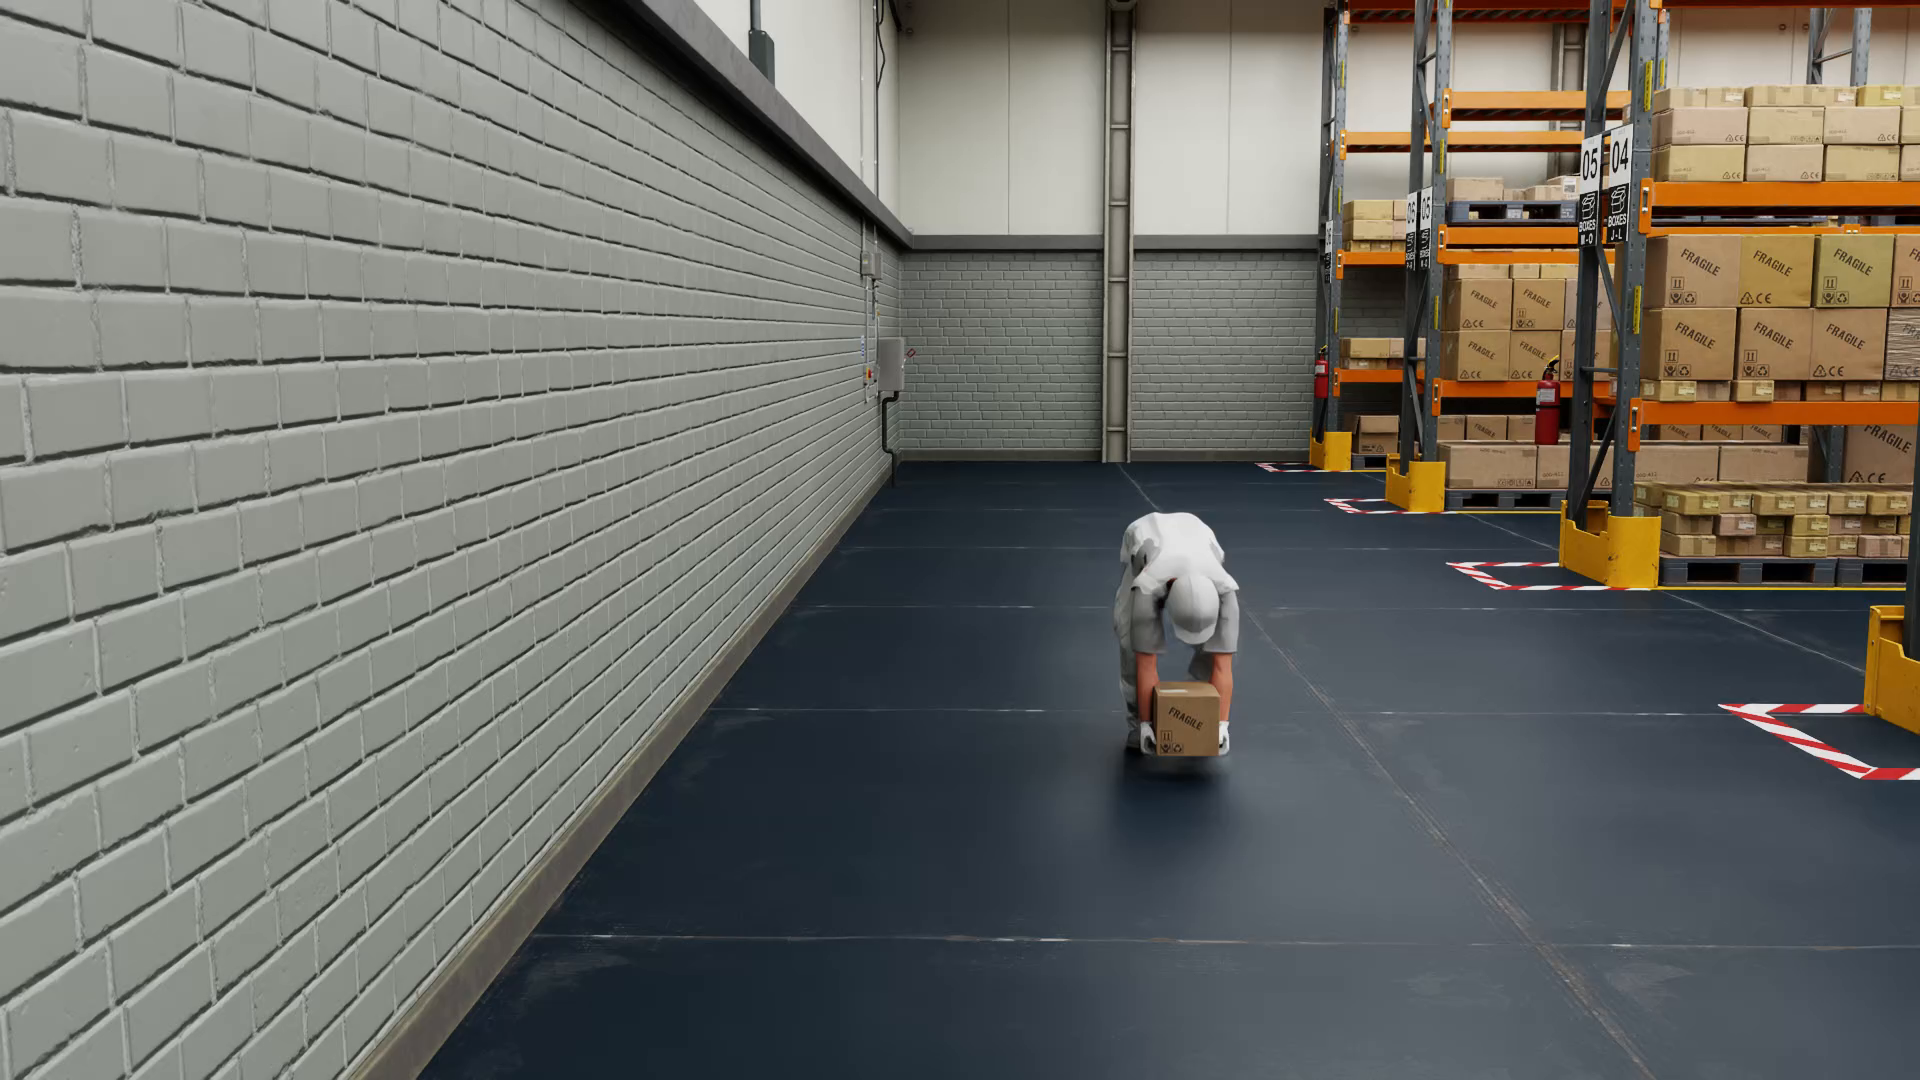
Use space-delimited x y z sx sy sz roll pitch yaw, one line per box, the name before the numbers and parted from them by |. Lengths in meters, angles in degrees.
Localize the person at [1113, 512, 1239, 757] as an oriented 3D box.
person | 0.913 0.414 6.970 0.517 1.010 0.952 0 7 -2
